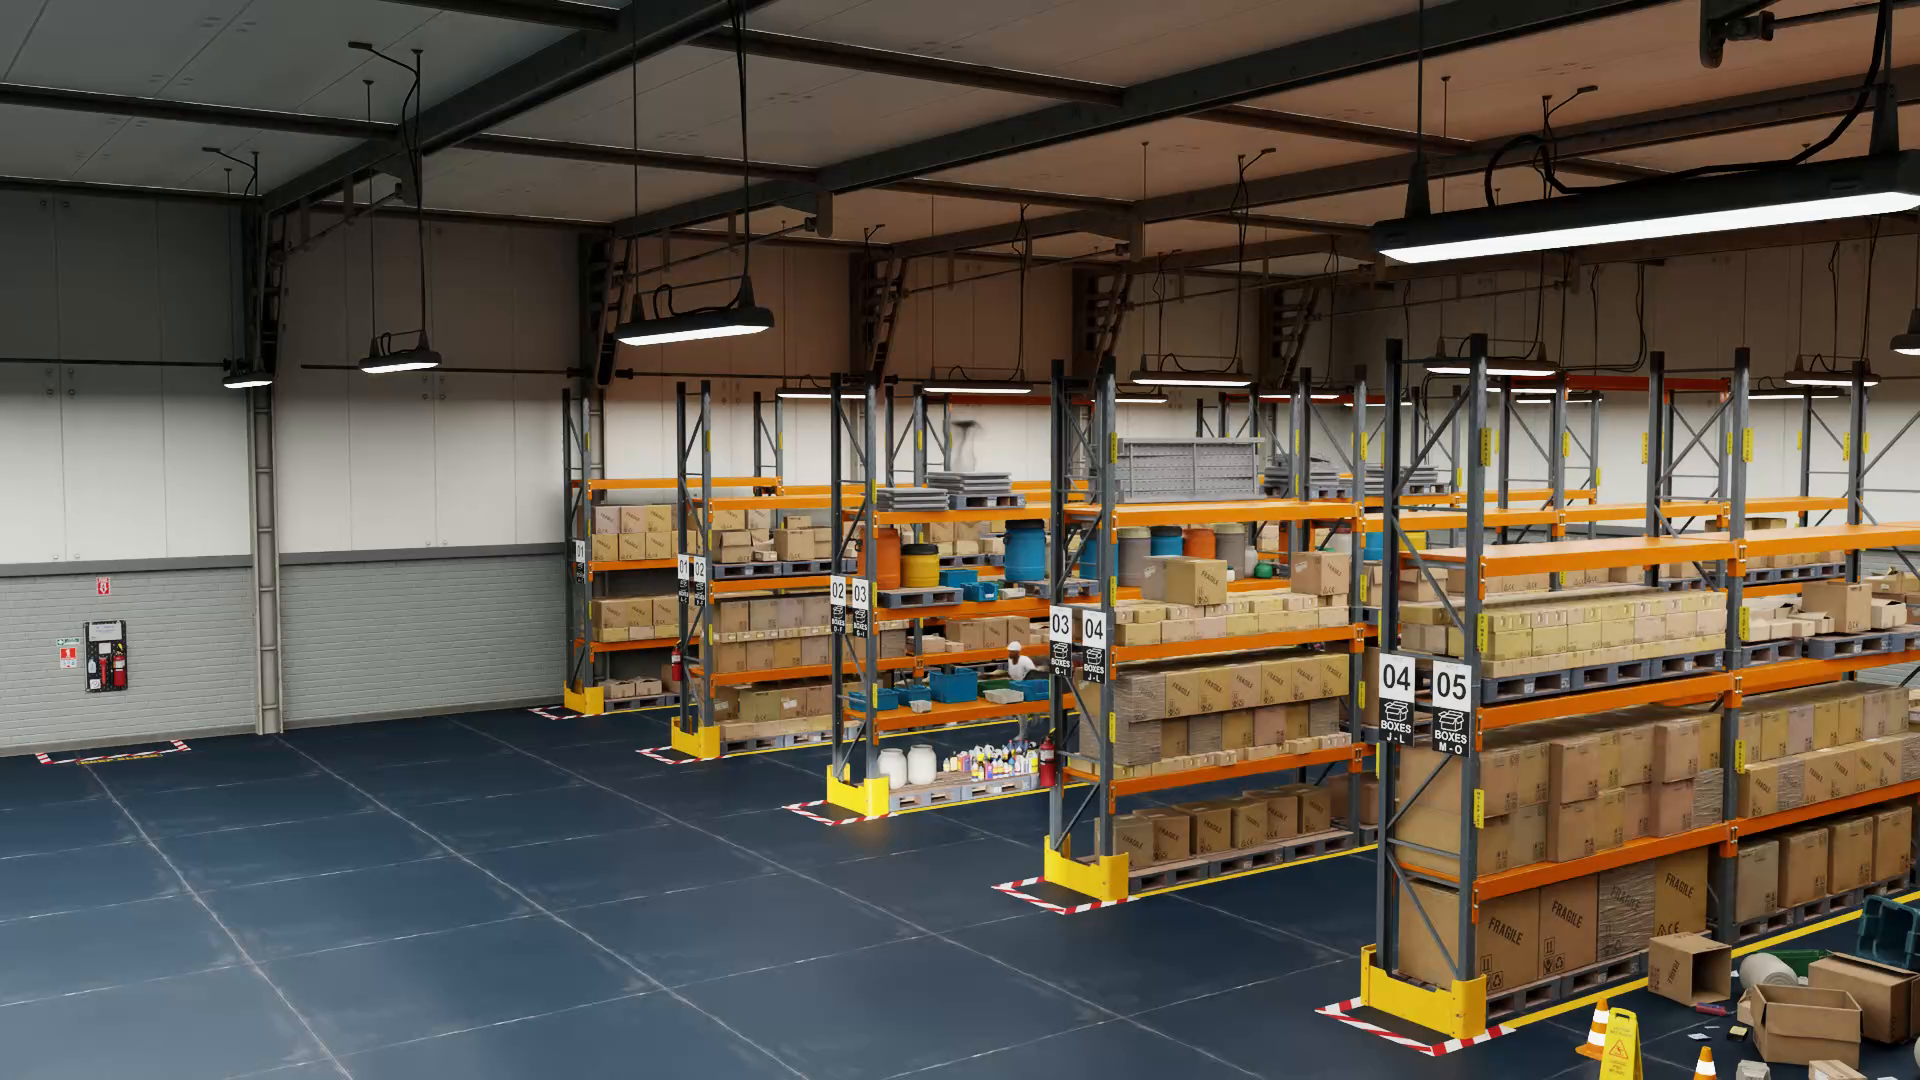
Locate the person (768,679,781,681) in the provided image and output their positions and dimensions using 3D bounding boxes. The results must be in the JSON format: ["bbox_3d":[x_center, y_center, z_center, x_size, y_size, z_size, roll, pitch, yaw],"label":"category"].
[{"bbox_3d":[-3.340,2.516,29.614,0.605,1.504,0.804,3,5,43],"label":"person"}]

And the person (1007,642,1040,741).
[{"bbox_3d":[1.079,2.541,28.023,0.782,1.689,0.693,-4,5,-44],"label":"person"}]
